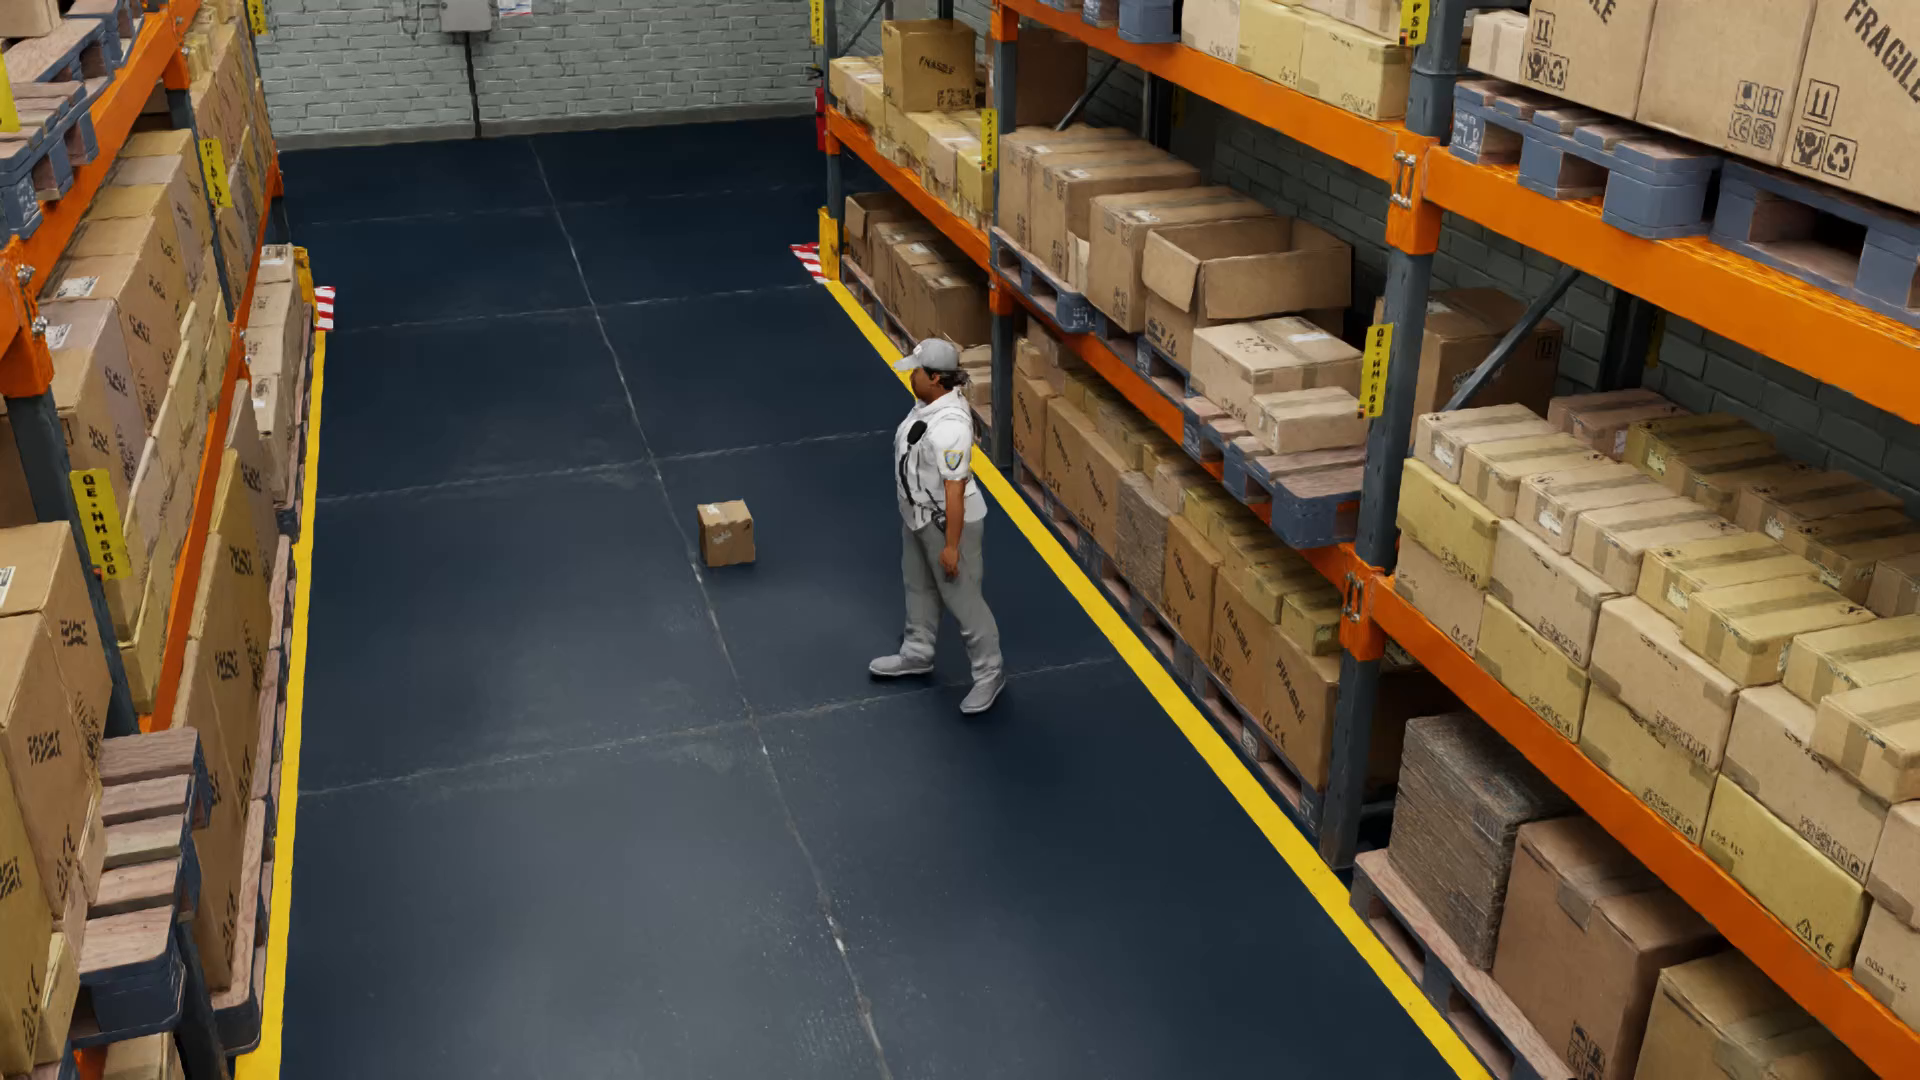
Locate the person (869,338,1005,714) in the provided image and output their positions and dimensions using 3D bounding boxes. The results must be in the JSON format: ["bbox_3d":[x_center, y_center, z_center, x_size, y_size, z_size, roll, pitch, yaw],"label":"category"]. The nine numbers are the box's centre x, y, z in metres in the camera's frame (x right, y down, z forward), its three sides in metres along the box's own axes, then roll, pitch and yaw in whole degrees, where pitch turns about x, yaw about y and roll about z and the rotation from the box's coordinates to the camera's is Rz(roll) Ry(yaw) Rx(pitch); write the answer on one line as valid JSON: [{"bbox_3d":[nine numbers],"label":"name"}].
[{"bbox_3d":[-0.111,-0.095,7.271,0.569,1.652,0.671,-7,27,-13],"label":"person"}]
